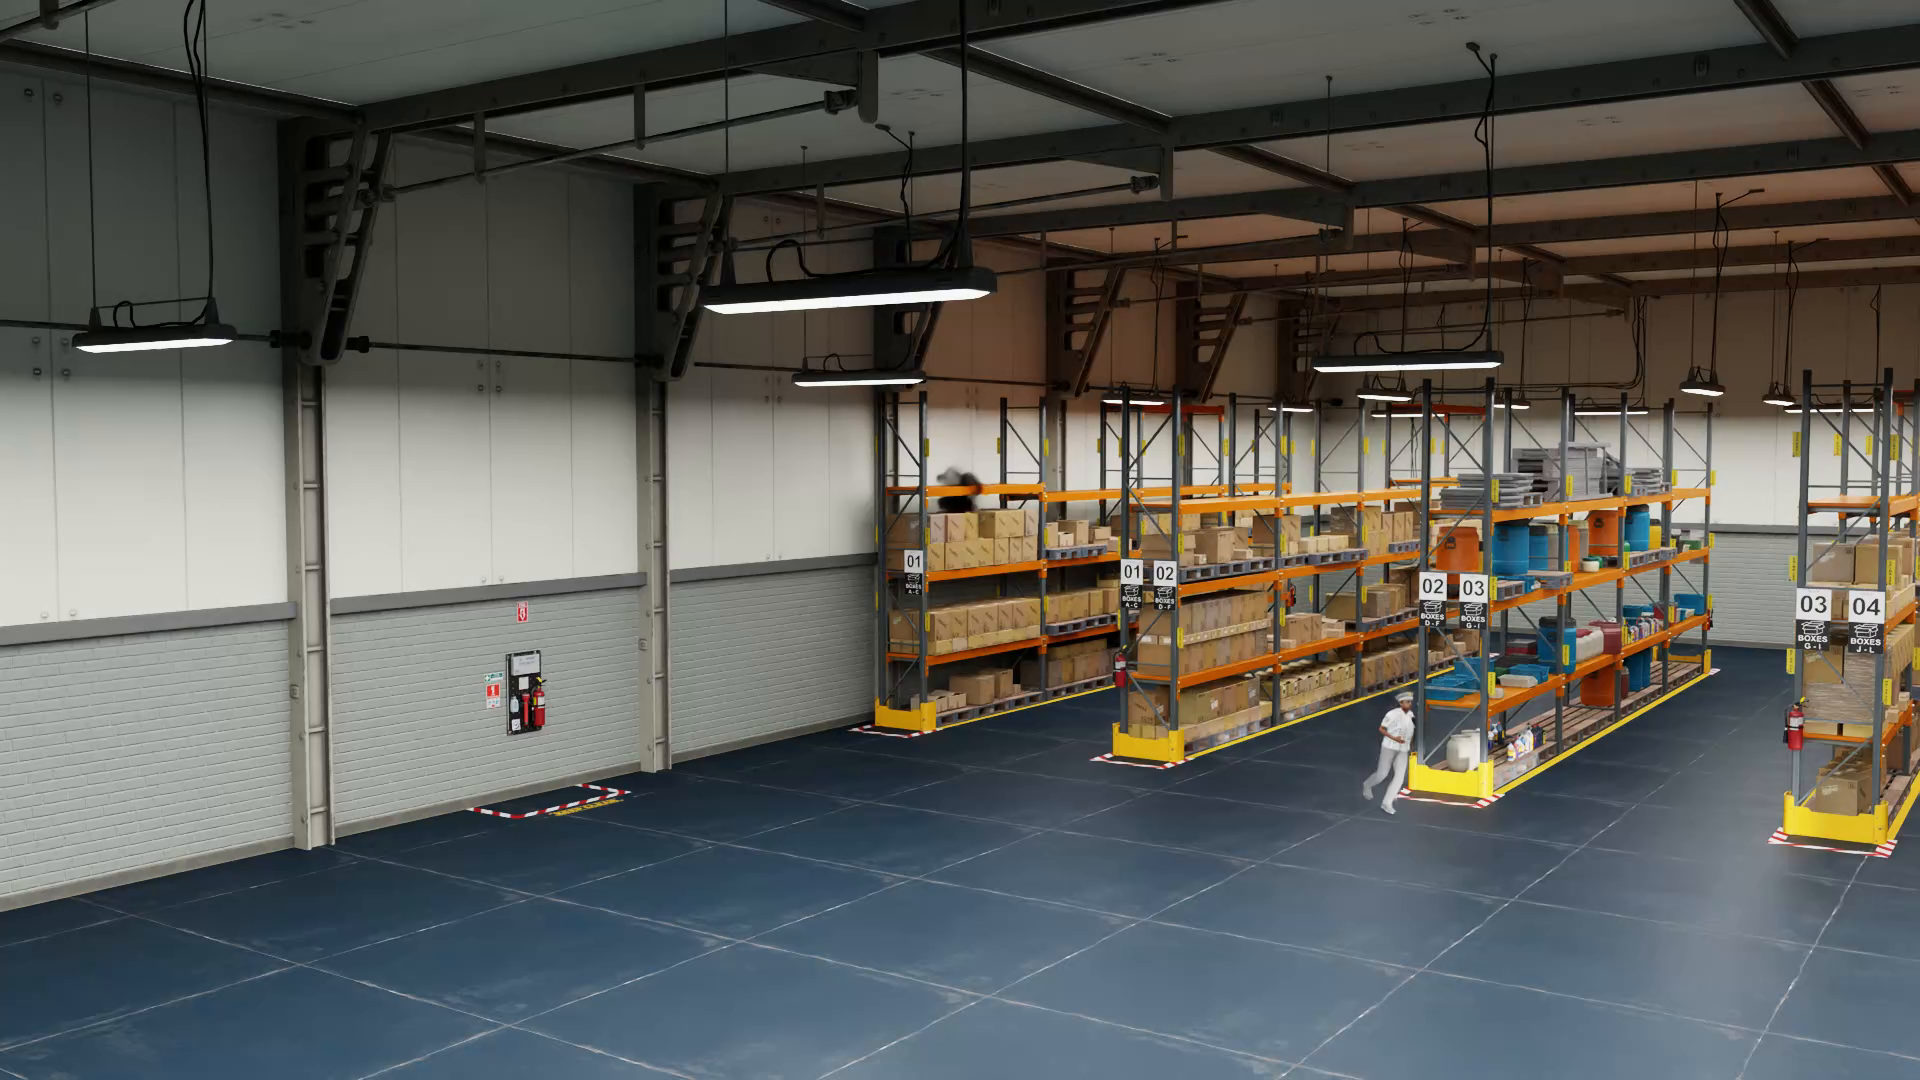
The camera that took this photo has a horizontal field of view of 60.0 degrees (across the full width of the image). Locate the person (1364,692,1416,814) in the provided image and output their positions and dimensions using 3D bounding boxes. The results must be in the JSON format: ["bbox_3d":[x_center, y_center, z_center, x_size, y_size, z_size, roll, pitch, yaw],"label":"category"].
[{"bbox_3d":[6.054,2.909,23.108,0.631,1.651,0.852,-1,3,-13],"label":"person"}]
